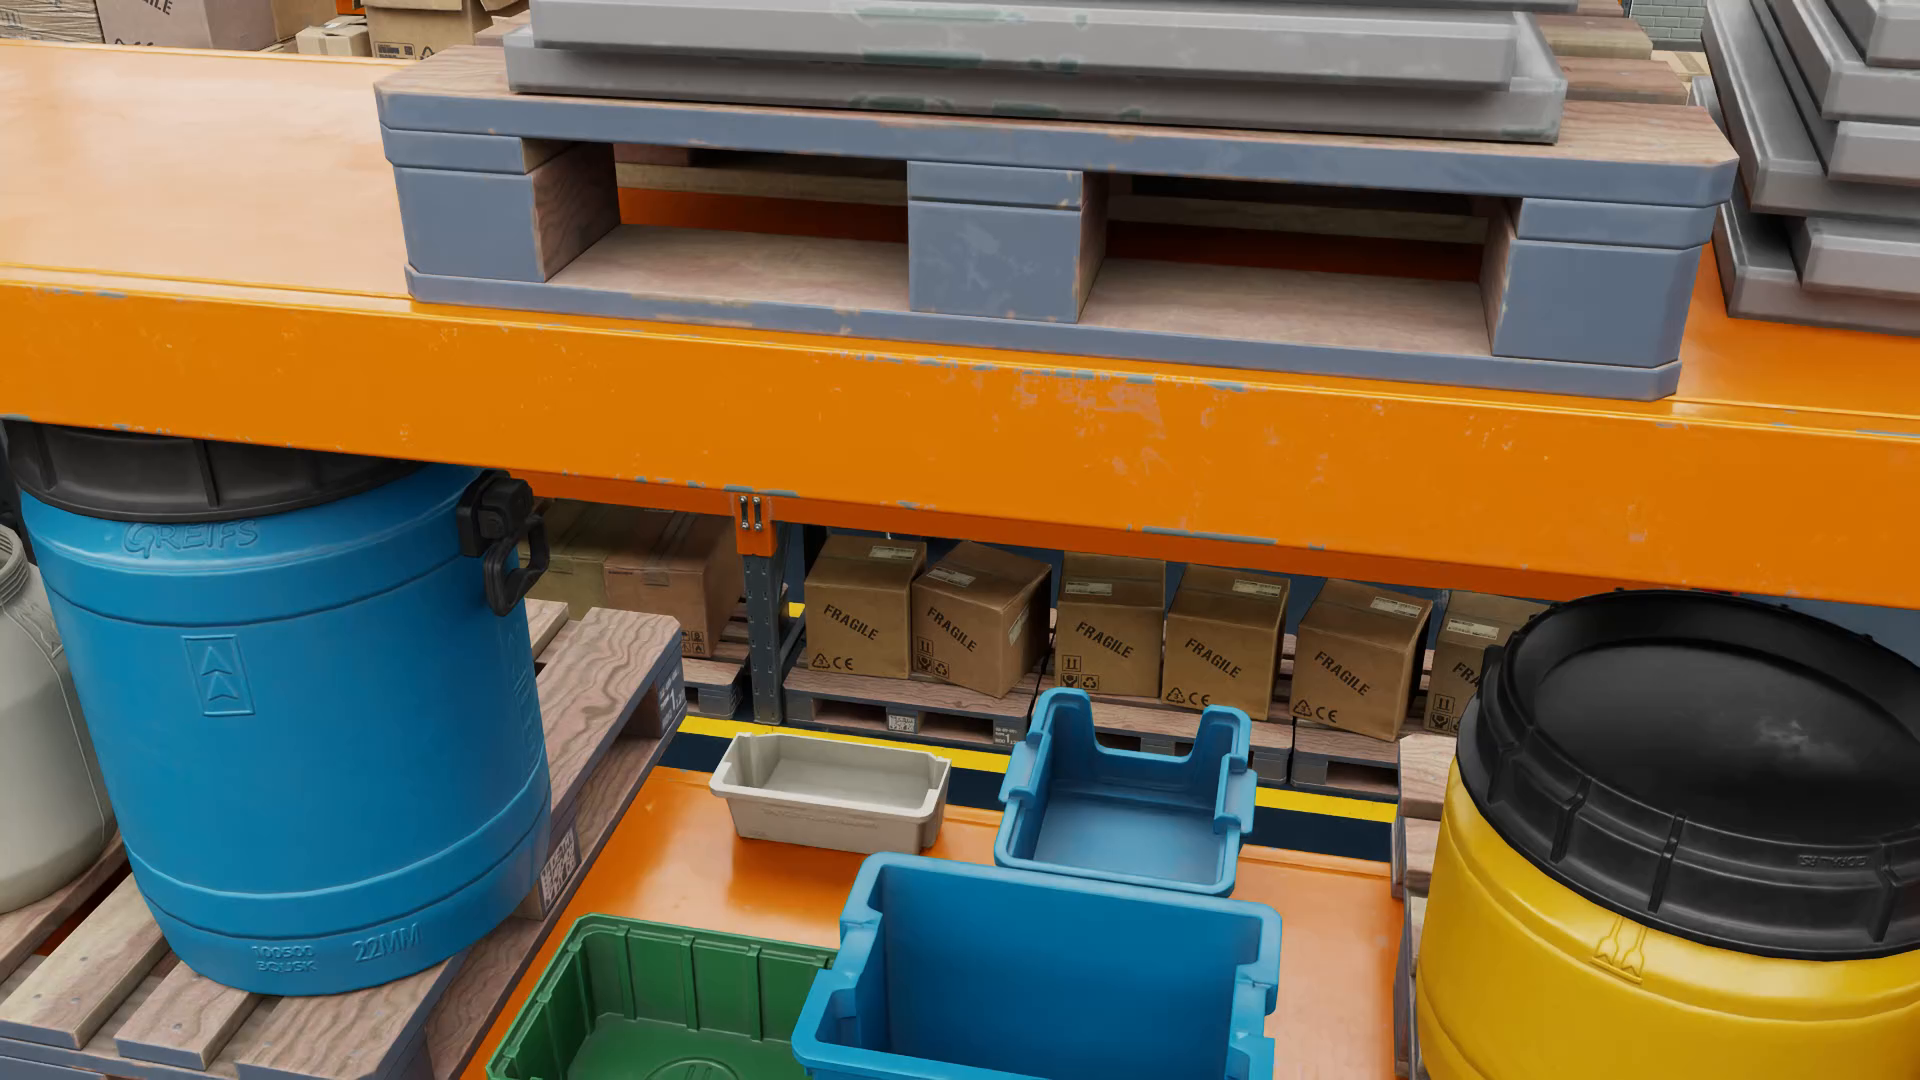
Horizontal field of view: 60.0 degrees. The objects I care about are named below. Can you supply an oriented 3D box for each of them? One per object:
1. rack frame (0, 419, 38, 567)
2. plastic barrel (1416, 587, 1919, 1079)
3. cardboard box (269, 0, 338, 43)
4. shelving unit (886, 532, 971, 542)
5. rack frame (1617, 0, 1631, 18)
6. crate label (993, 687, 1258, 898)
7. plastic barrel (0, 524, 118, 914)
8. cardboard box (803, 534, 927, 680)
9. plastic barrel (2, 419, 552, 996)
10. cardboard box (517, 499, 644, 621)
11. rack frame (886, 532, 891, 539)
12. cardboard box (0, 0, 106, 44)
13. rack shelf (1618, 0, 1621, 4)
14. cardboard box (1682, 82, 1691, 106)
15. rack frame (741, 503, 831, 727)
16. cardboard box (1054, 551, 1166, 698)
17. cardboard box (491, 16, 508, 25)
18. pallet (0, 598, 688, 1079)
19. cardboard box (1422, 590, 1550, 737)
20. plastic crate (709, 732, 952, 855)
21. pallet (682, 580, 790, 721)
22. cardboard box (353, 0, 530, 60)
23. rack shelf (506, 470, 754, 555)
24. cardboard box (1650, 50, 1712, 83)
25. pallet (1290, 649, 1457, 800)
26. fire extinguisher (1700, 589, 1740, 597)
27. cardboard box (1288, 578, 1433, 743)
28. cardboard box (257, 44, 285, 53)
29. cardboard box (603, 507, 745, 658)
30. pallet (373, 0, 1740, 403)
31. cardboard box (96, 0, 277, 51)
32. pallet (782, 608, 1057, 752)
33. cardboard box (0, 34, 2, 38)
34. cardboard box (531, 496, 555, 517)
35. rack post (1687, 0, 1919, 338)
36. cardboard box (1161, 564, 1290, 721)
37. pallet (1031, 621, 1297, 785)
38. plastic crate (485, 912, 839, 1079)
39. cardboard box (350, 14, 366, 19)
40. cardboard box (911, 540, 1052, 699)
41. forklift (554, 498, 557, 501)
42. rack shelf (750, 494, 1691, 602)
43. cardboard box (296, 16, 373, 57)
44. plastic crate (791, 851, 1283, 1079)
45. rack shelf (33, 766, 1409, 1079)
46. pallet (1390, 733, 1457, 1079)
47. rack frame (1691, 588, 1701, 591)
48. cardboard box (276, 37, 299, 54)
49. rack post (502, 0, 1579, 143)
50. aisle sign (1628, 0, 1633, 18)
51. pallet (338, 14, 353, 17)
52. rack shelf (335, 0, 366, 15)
[{"bbox_3d":[-1.873,-0.953,2.119,0.127,3.000,1.000,6,29,11],"label":"rack frame"},{"bbox_3d":[0.897,0.443,2.060,0.600,0.588,0.600,0,29,0],"label":"plastic barrel"},{"bbox_3d":[-3.247,-2.594,7.615,0.500,0.500,0.500,6,29,11],"label":"cardboard box"},{"bbox_3d":[-0.162,-0.543,9.492,0.503,1.200,0.258,6,29,11],"label":"shelving unit"},{"bbox_3d":[4.208,-2.565,11.312,0.127,3.000,1.000,6,29,11],"label":"rack frame"},{"bbox_3d":[0.277,0.487,2.769,0.408,0.251,0.502,6,29,11],"label":"crate label"},{"bbox_3d":[-1.493,0.265,2.464,0.421,0.512,0.421,0,29,0],"label":"plastic barrel"},{"bbox_3d":[-0.456,0.324,8.200,0.500,0.500,0.500,5,29,9],"label":"cardboard box"},{"bbox_3d":[-0.922,0.109,2.344,0.708,0.901,0.600,6,29,11],"label":"plastic barrel"},{"bbox_3d":[-1.897,0.128,8.537,0.500,0.500,0.700,6,29,10],"label":"cardboard box"},{"bbox_3d":[-0.400,-0.567,9.537,0.015,1.200,0.240,6,29,11],"label":"rack frame"},{"bbox_3d":[-3.849,-2.407,7.274,0.500,0.500,0.500,6,29,11],"label":"cardboard box"},{"bbox_3d":[2.252,-3.766,11.131,4.000,0.370,1.077,6,29,11],"label":"rack shelf"},{"bbox_3d":[2.736,-1.552,6.079,0.250,0.149,0.380,6,29,11],"label":"cardboard box"},{"bbox_3d":[-0.839,-0.647,7.808,0.127,3.000,1.000,6,29,11],"label":"rack frame"},{"bbox_3d":[0.729,0.403,8.055,0.500,0.500,0.500,3,29,6],"label":"cardboard box"},{"bbox_3d":[-1.779,-2.135,7.106,0.258,0.266,0.396,7,29,12],"label":"cardboard box"},{"bbox_3d":[-1.147,0.473,2.836,1.003,0.211,1.213,6,29,11],"label":"pallet"},{"bbox_3d":[2.466,0.596,7.704,0.500,0.500,0.500,11,31,20],"label":"cardboard box"},{"bbox_3d":[-0.219,0.450,2.955,0.396,0.136,0.243,6,29,11],"label":"plastic crate"},{"bbox_3d":[-1.600,0.499,8.619,1.213,0.211,1.003,6,29,11],"label":"pallet"},{"bbox_3d":[-2.199,-2.380,7.305,0.637,0.503,0.797,7,29,13],"label":"cardboard box"},{"bbox_3d":[-2.795,-0.532,8.347,4.000,0.370,1.077,6,29,11],"label":"rack shelf"},{"bbox_3d":[2.852,-1.807,6.544,0.250,0.149,0.380,6,29,10],"label":"cardboard box"},{"bbox_3d":[2.212,0.871,7.938,1.213,0.211,1.003,6,29,11],"label":"pallet"},{"bbox_3d":[3.089,0.016,6.678,0.183,0.674,0.296,6,29,11],"label":"fire extinguisher"},{"bbox_3d":[1.874,0.552,7.784,0.500,0.500,0.500,14,32,24],"label":"cardboard box"},{"bbox_3d":[-3.337,-2.033,7.372,0.500,0.250,0.500,6,29,12],"label":"cardboard box"},{"bbox_3d":[-1.435,0.185,8.434,0.500,0.500,0.700,4,29,7],"label":"cardboard box"},{"bbox_3d":[0.136,-0.503,1.912,1.213,0.211,1.003,6,29,11],"label":"pallet"},{"bbox_3d":[-3.356,-2.359,7.188,0.500,0.500,0.500,5,29,9],"label":"cardboard box"},{"bbox_3d":[-0.175,0.627,8.385,1.213,0.211,1.003,6,29,11],"label":"pallet"},{"bbox_3d":[-4.345,-2.459,7.370,0.500,0.500,0.500,6,29,11],"label":"cardboard box"},{"bbox_3d":[-2.444,0.072,8.640,0.500,0.500,0.700,3,29,6],"label":"cardboard box"},{"bbox_3d":[1.326,-0.468,1.754,0.954,0.300,0.937,9,30,16],"label":"rack post"},{"bbox_3d":[1.266,0.480,7.915,0.500,0.500,0.500,9,30,15],"label":"cardboard box"},{"bbox_3d":[1.022,0.748,8.164,1.213,0.211,1.003,6,29,11],"label":"pallet"},{"bbox_3d":[-0.387,0.742,2.368,0.450,0.188,0.336,6,29,11],"label":"plastic crate"},{"bbox_3d":[-5.970,-5.331,18.139,0.875,0.875,0.875,7,29,12],"label":"cardboard box"},{"bbox_3d":[0.106,0.378,8.102,0.500,0.500,0.500,16,32,26],"label":"cardboard box"},{"bbox_3d":[-2.736,-1.748,9.892,3.031,2.935,1.130,9,30,15],"label":"forklift"},{"bbox_3d":[1.117,-0.131,7.615,4.000,0.370,1.077,6,29,11],"label":"rack shelf"},{"bbox_3d":[-2.693,-2.186,7.301,0.250,0.166,0.380,5,29,9],"label":"cardboard box"},{"bbox_3d":[0.111,0.722,2.202,0.575,0.384,0.392,6,29,11],"label":"plastic crate"},{"bbox_3d":[0.083,0.879,2.646,4.000,0.370,1.077,6,29,11],"label":"rack shelf"},{"bbox_3d":[1.250,0.718,2.387,1.213,0.211,1.003,6,29,11],"label":"pallet"},{"bbox_3d":[3.073,-0.246,7.076,0.127,3.000,1.000,6,29,11],"label":"rack frame"},{"bbox_3d":[-3.256,-2.271,7.806,0.500,0.250,0.500,7,29,12],"label":"cardboard box"},{"bbox_3d":[0.137,-0.698,1.733,0.954,0.300,0.937,5,29,10],"label":"rack post"},{"bbox_3d":[4.214,-3.557,10.417,0.004,0.787,0.394,6,29,11],"label":"aisle sign"},{"bbox_3d":[-8.618,-7.526,23.277,1.213,0.211,1.003,6,29,11],"label":"pallet"},{"bbox_3d":[-4.637,-5.587,17.581,4.000,0.370,1.077,6,29,11],"label":"rack shelf"}]
